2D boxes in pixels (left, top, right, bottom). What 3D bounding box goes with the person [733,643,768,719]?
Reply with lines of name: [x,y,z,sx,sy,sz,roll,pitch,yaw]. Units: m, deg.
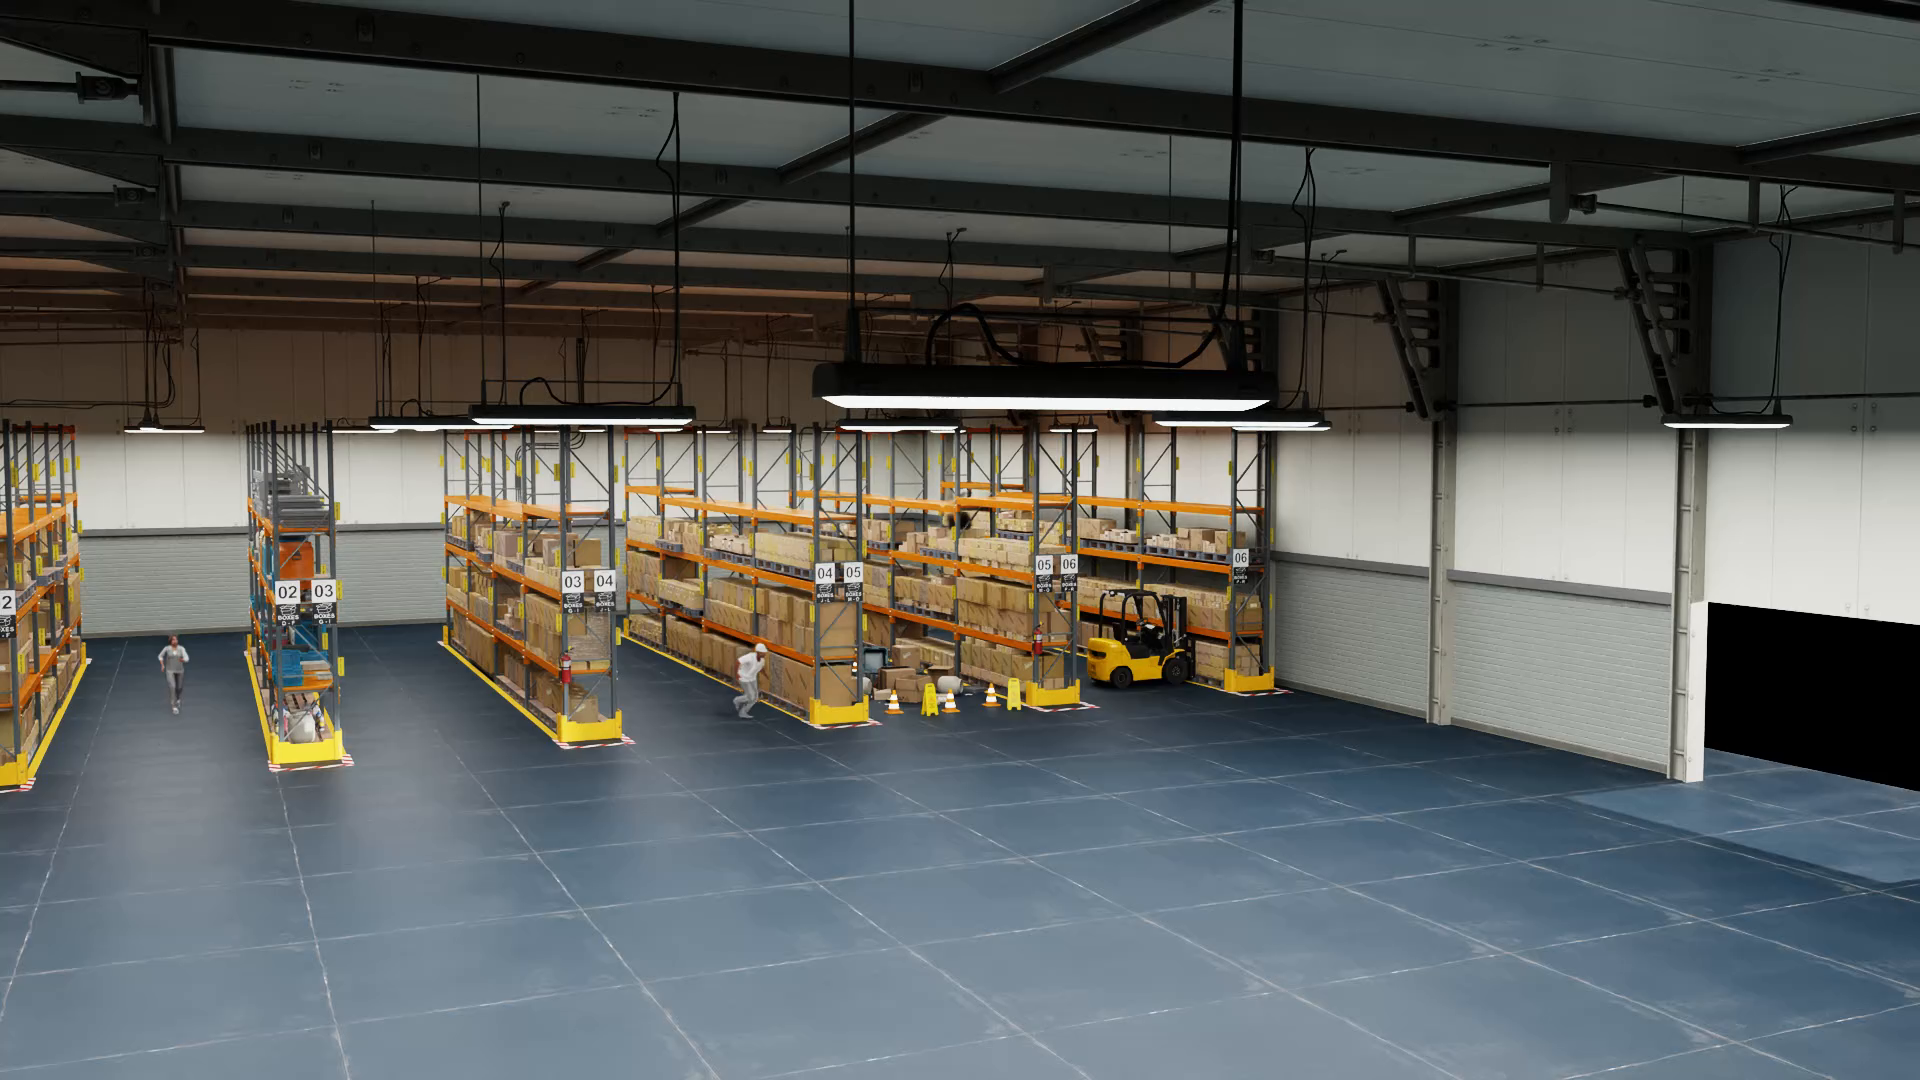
person: [-4.181,2.849,33.528,0.749,1.566,0.695,3,4,35]

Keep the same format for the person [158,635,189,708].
person: [-16.283,2.700,34.455,0.548,1.499,0.769,-2,4,-32]
